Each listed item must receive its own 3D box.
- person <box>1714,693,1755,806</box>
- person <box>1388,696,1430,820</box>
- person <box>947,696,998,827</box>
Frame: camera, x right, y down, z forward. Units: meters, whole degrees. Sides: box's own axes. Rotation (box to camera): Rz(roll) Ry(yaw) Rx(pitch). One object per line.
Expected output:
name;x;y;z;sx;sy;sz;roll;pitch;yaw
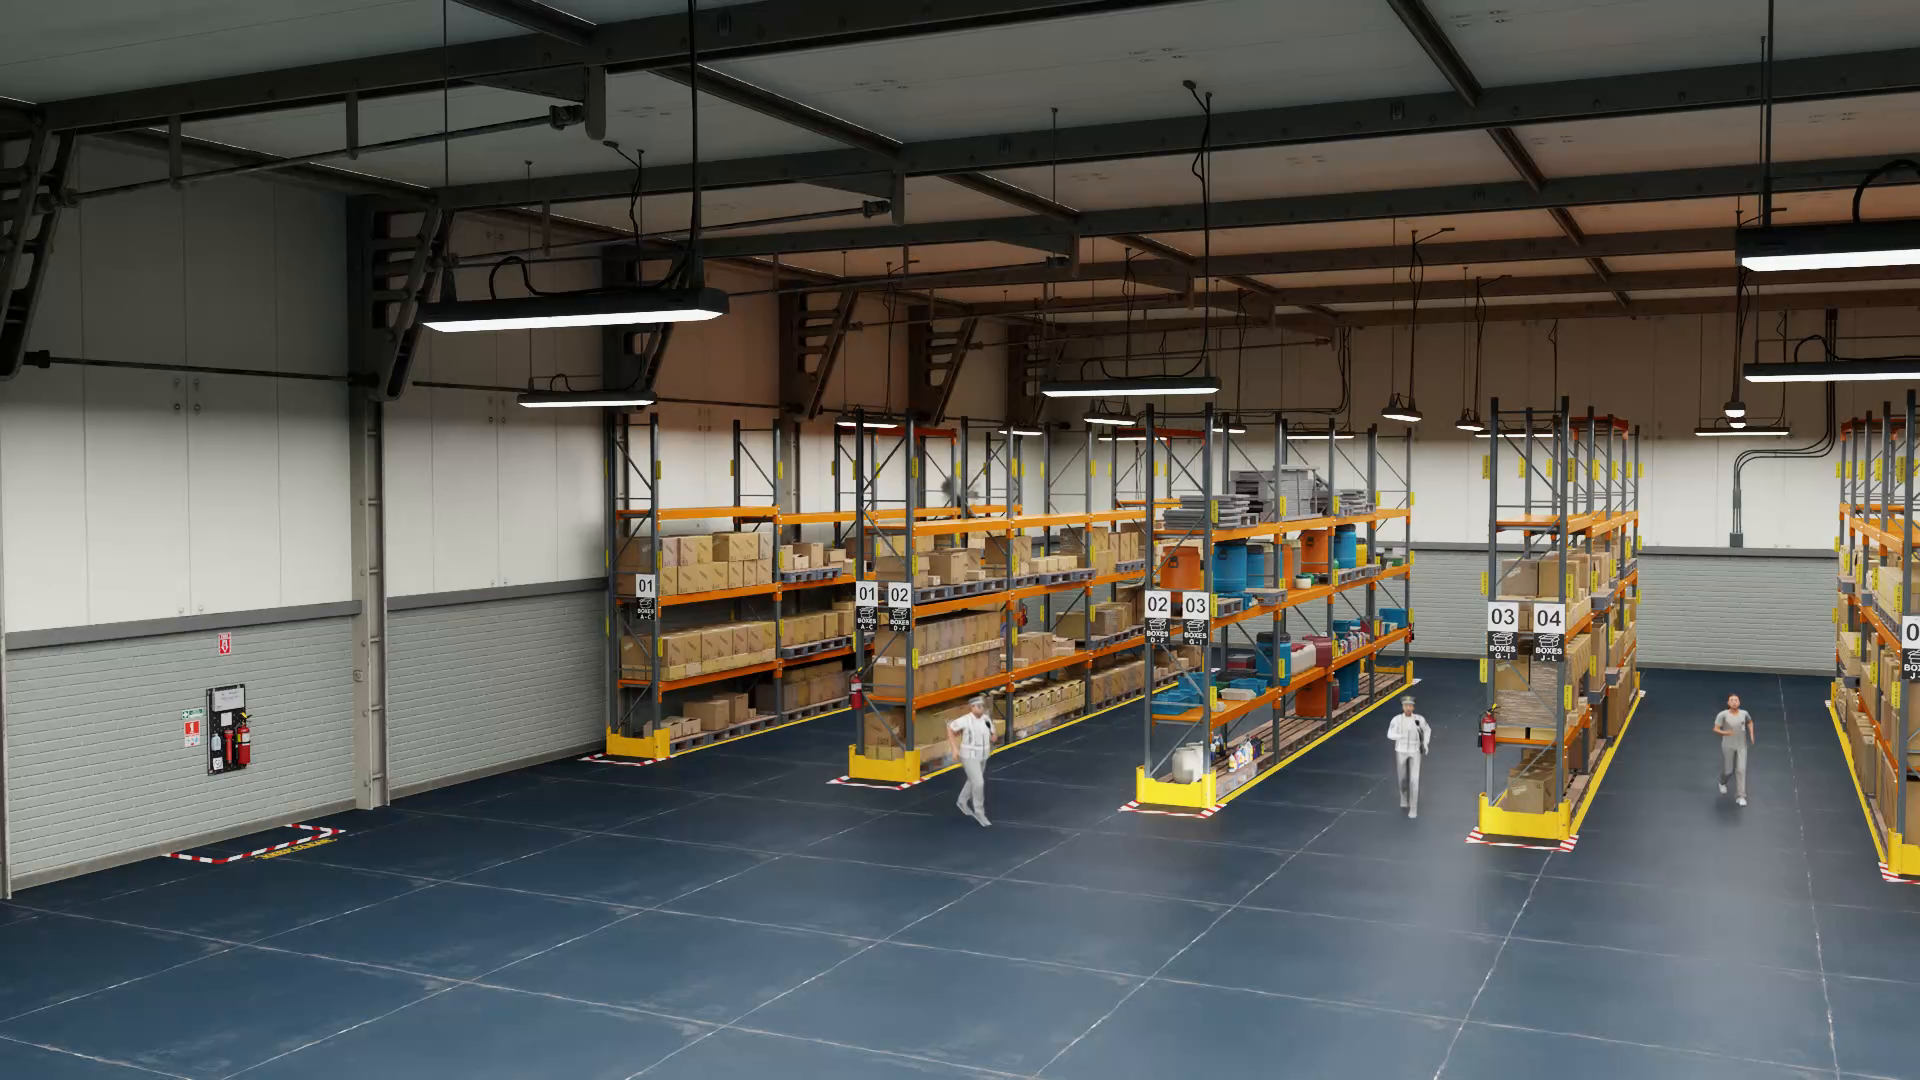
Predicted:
person;11.582;3.096;24.853;0.582;1.611;1.076;1;2;13
person;6.530;3.125;24.203;0.590;1.736;0.824;1;3;18
person;0.211;3.117;23.650;0.630;1.837;0.873;-2;3;-42
